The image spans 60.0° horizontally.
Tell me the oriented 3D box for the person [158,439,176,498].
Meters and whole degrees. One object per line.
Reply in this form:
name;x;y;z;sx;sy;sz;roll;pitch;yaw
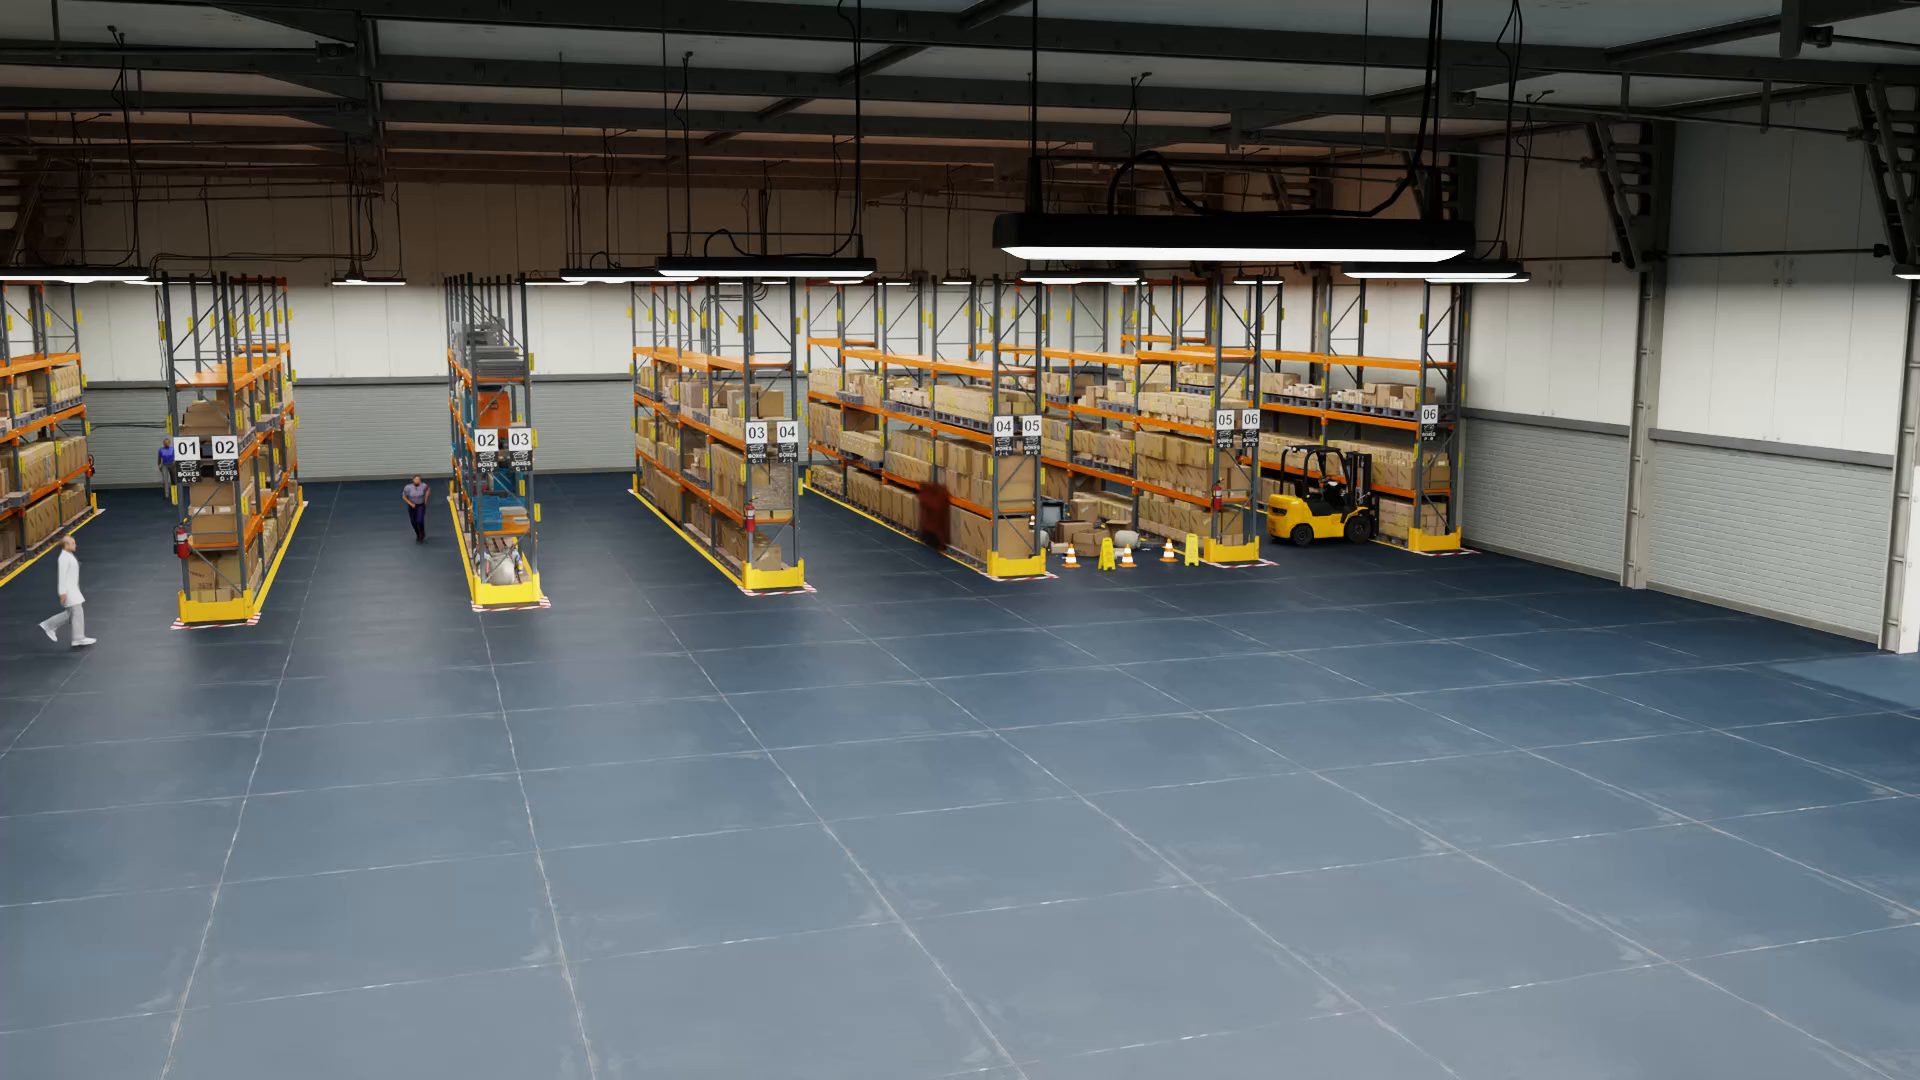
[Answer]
person;-21.877;-2.005;45.962;0.530;1.581;1.012;-3;9;-20

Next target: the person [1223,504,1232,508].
person;6.270;-1.099;39.455;0.579;1.798;0.425;-7;11;-37

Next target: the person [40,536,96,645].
person;-14.402;0.819;26.739;0.833;1.758;0.572;-3;9;-18

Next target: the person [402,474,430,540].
person;-12.372;-0.745;37.868;0.536;1.553;0.742;-1;9;-7
